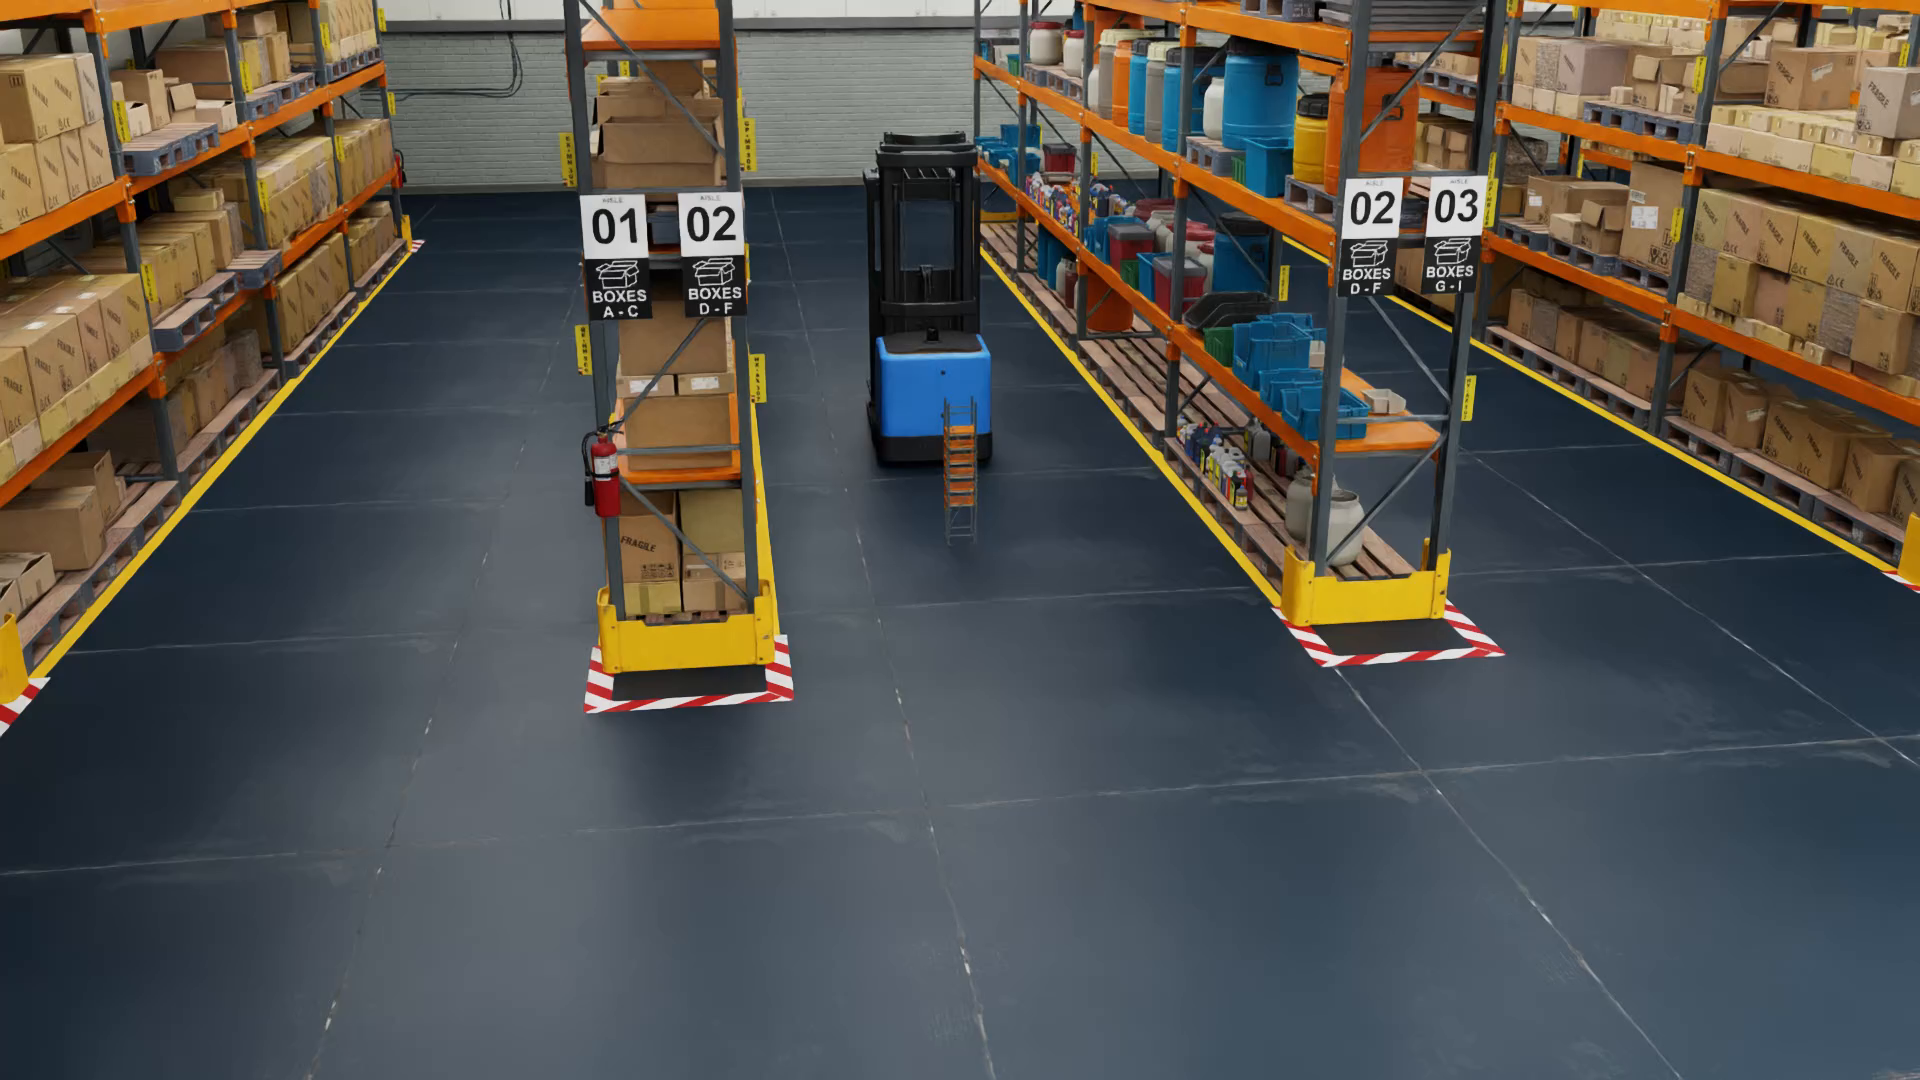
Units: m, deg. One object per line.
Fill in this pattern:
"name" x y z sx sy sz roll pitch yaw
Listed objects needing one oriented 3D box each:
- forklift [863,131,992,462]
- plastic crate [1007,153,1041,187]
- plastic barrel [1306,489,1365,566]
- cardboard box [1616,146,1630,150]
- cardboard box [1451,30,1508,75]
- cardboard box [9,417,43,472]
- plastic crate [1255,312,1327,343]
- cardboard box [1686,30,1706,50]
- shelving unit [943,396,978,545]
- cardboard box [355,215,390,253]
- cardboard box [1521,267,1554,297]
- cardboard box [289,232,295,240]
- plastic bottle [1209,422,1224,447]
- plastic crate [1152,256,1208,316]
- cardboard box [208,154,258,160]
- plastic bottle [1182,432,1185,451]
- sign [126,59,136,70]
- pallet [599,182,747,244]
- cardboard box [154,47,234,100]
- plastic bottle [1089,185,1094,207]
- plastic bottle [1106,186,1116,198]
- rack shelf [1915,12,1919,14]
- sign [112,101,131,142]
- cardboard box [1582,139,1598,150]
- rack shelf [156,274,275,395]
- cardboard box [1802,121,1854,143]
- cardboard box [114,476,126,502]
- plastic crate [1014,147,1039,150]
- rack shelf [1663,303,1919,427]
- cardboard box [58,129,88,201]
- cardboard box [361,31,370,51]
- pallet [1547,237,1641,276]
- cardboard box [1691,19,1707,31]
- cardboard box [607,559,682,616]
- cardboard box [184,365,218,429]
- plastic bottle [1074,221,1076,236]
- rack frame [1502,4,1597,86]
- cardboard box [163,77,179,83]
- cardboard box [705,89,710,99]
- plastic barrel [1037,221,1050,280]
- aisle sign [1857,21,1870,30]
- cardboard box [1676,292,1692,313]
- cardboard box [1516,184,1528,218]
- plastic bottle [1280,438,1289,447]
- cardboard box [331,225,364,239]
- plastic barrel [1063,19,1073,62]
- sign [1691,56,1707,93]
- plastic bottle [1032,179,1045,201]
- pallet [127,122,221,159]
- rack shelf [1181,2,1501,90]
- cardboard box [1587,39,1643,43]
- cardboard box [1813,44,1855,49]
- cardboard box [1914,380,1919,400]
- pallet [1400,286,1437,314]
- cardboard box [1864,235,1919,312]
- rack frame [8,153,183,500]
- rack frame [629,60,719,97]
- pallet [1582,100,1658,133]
"forklift" -0.375 -2.577 16.427 1.130 2.935 3.031 -2 21 -6
"plastic crate" 0.890 -5.161 23.185 0.392 0.384 0.575 -3 21 -8
"plastic barrel" 2.854 -0.097 12.643 0.421 0.512 0.421 0 20 0
"cardboard box" 10.573 -6.332 25.816 0.500 0.500 0.500 -3 21 -9
"cardboard box" 6.402 -6.012 20.495 0.500 0.500 0.500 -2 21 -5
"cardboard box" -6.624 -0.645 11.341 0.500 0.250 0.500 -4 21 -9
"plastic crate" 2.876 -1.787 14.427 0.499 0.251 0.616 -3 21 -8
"cardboard box" 10.800 -7.177 23.858 0.500 0.250 0.500 -4 21 -10
"shelving unit" 0.002 -0.557 13.493 0.258 1.200 0.189 -3 21 -8
"cardboard box" -8.814 -4.497 24.441 0.700 0.500 0.500 -3 21 -8
"cardboard box" 6.899 -3.017 19.379 0.500 0.250 0.500 -2 21 -6
"cardboard box" -7.964 -3.573 19.326 0.380 0.149 0.250 -3 21 -7
"plastic bottle" 2.296 -0.898 14.991 0.144 0.351 0.185 -3 21 -8
"plastic crate" 2.075 -2.408 15.786 0.402 0.464 0.583 -3 21 -8
"cardboard box" -8.470 -4.336 19.370 0.500 0.250 0.500 -3 21 -9
"plastic bottle" 2.089 -0.919 15.259 0.097 0.201 0.097 0 20 0
"sign" -8.483 -4.771 17.063 0.100 0.325 0.005 -3 21 -8
"pallet" -1.954 -2.203 11.166 1.003 0.211 1.213 -3 21 -8
"cardboard box" -8.058 -4.932 17.574 0.700 0.500 0.500 -5 21 -12
"plastic bottle" 1.695 -4.455 21.542 0.097 0.271 0.097 0 20 0
"plastic bottle" 1.910 -4.290 20.985 0.144 0.351 0.185 -3 21 -8
"rack shelf" 11.983 -5.670 17.635 1.077 0.370 4.000 -3 21 -8
"sign" -6.820 -3.404 13.517 0.100 0.325 0.005 -3 21 -8
"cardboard box" 10.328 -6.418 26.971 0.380 0.149 0.250 -4 21 -9
"rack shelf" -7.644 -2.082 16.032 1.077 0.370 4.000 -3 21 -8
"cardboard box" 7.316 -3.420 13.944 0.380 0.149 0.250 -3 21 -9
"cardboard box" -7.249 -0.422 13.979 0.380 0.166 0.250 -6 21 -15
"plastic crate" 1.015 -6.012 25.818 0.396 0.136 0.243 -3 21 -8
"rack shelf" 7.637 -1.447 14.330 1.077 0.370 4.000 -3 21 -8
"cardboard box" -6.978 -2.850 12.601 0.500 0.500 0.500 -5 21 -12
"cardboard box" -8.641 -7.040 23.461 0.500 0.250 0.500 -4 21 -10
"pallet" 7.098 -3.088 17.971 1.003 0.211 1.213 -3 21 -8
"cardboard box" 10.755 -7.403 23.892 0.380 0.149 0.250 -2 21 -6
"cardboard box" -2.247 0.328 11.881 0.500 0.250 0.500 -3 21 -8
"cardboard box" -7.636 -1.371 16.043 0.700 0.500 0.500 -3 21 -7
"plastic bottle" 1.392 -3.678 19.559 0.097 0.201 0.097 0 20 0
"rack frame" 6.772 -6.671 18.717 1.000 3.000 0.127 -3 21 -8
"cardboard box" -8.056 -4.312 16.516 0.500 0.500 0.500 -3 21 -8
"cardboard box" -2.669 -4.174 15.933 0.500 0.250 0.500 -5 21 -12
"plastic barrel" 1.356 -4.021 22.593 0.600 0.901 0.708 -3 21 -8
"aisle sign" 15.128 -8.359 28.094 0.394 0.787 0.004 -3 21 -8
"cardboard box" 7.082 -2.269 15.863 0.380 0.149 0.250 -3 21 -8
"cardboard box" 6.972 -4.090 20.236 0.500 0.500 0.500 -2 21 -6
"plastic bottle" 2.900 -0.805 14.741 0.144 0.351 0.185 -3 21 -8
"cardboard box" -8.384 -4.218 22.768 0.380 0.149 0.250 -2 21 -6
"plastic barrel" 1.627 -6.380 21.356 0.600 0.588 0.600 0 20 0
"sign" 6.800 -4.279 15.296 0.100 0.325 0.005 -3 21 -8
"plastic bottle" 1.037 -4.632 22.008 0.152 0.276 0.135 -3 21 -8
"pallet" -7.492 -3.622 15.108 1.213 0.211 1.003 -3 21 -8
"rack shelf" 2.736 -3.820 12.682 1.077 0.370 4.000 -3 21 -8
"cardboard box" 7.173 -5.218 18.255 0.500 0.500 0.500 -3 21 -8
"cardboard box" 11.208 -6.059 21.221 0.500 0.500 0.500 -3 21 -8
"cardboard box" 7.645 -1.148 12.863 0.380 0.149 0.250 -3 21 -8
"pallet" 6.561 -3.253 22.124 1.003 0.211 1.213 -3 21 -8
"cardboard box" 7.524 -2.097 13.045 0.500 0.500 0.500 -3 21 -8
"rack frame" -7.356 -1.727 14.052 1.000 3.000 0.127 -3 21 -8
"rack frame" -3.031 -6.173 17.383 1.000 3.000 0.127 -3 21 -8
"pallet" 7.213 -4.371 17.114 1.213 0.211 1.003 -3 21 -8
